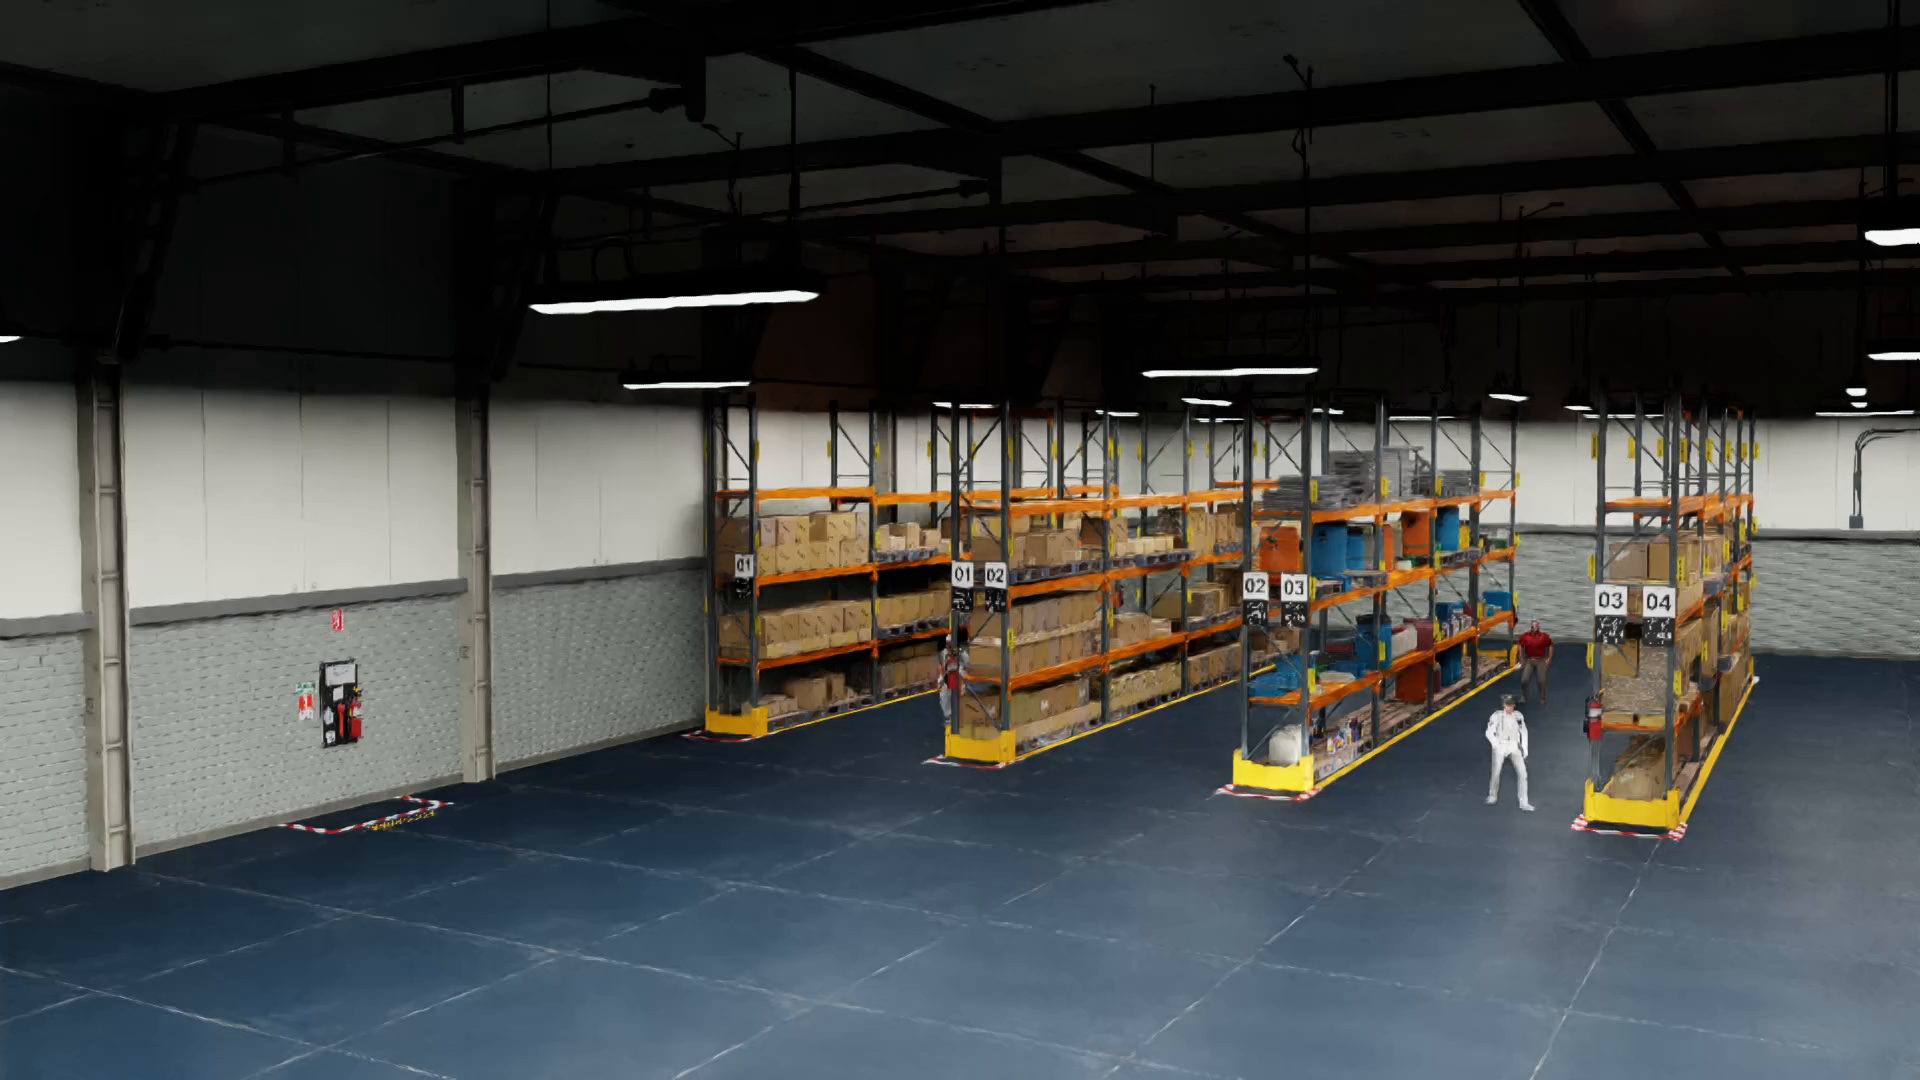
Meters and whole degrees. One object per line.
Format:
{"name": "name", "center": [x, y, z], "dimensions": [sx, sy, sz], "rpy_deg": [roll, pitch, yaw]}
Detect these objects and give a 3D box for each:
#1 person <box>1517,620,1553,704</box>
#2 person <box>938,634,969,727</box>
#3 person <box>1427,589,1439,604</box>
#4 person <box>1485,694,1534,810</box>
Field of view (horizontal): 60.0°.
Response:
{"name": "person", "center": [11.341, 2.398, 32.798], "dimensions": [0.682, 1.676, 0.529], "rpy_deg": [2, 3, 26]}
{"name": "person", "center": [-0.118, 2.533, 29.744], "dimensions": [0.677, 1.742, 0.552], "rpy_deg": [2, 3, 28]}
{"name": "person", "center": [11.358, 2.007, 39.805], "dimensions": [0.388, 1.659, 0.555], "rpy_deg": [1, 3, 13]}
{"name": "person", "center": [7.667, 2.928, 23.278], "dimensions": [0.634, 1.610, 0.798], "rpy_deg": [1, 3, 10]}
